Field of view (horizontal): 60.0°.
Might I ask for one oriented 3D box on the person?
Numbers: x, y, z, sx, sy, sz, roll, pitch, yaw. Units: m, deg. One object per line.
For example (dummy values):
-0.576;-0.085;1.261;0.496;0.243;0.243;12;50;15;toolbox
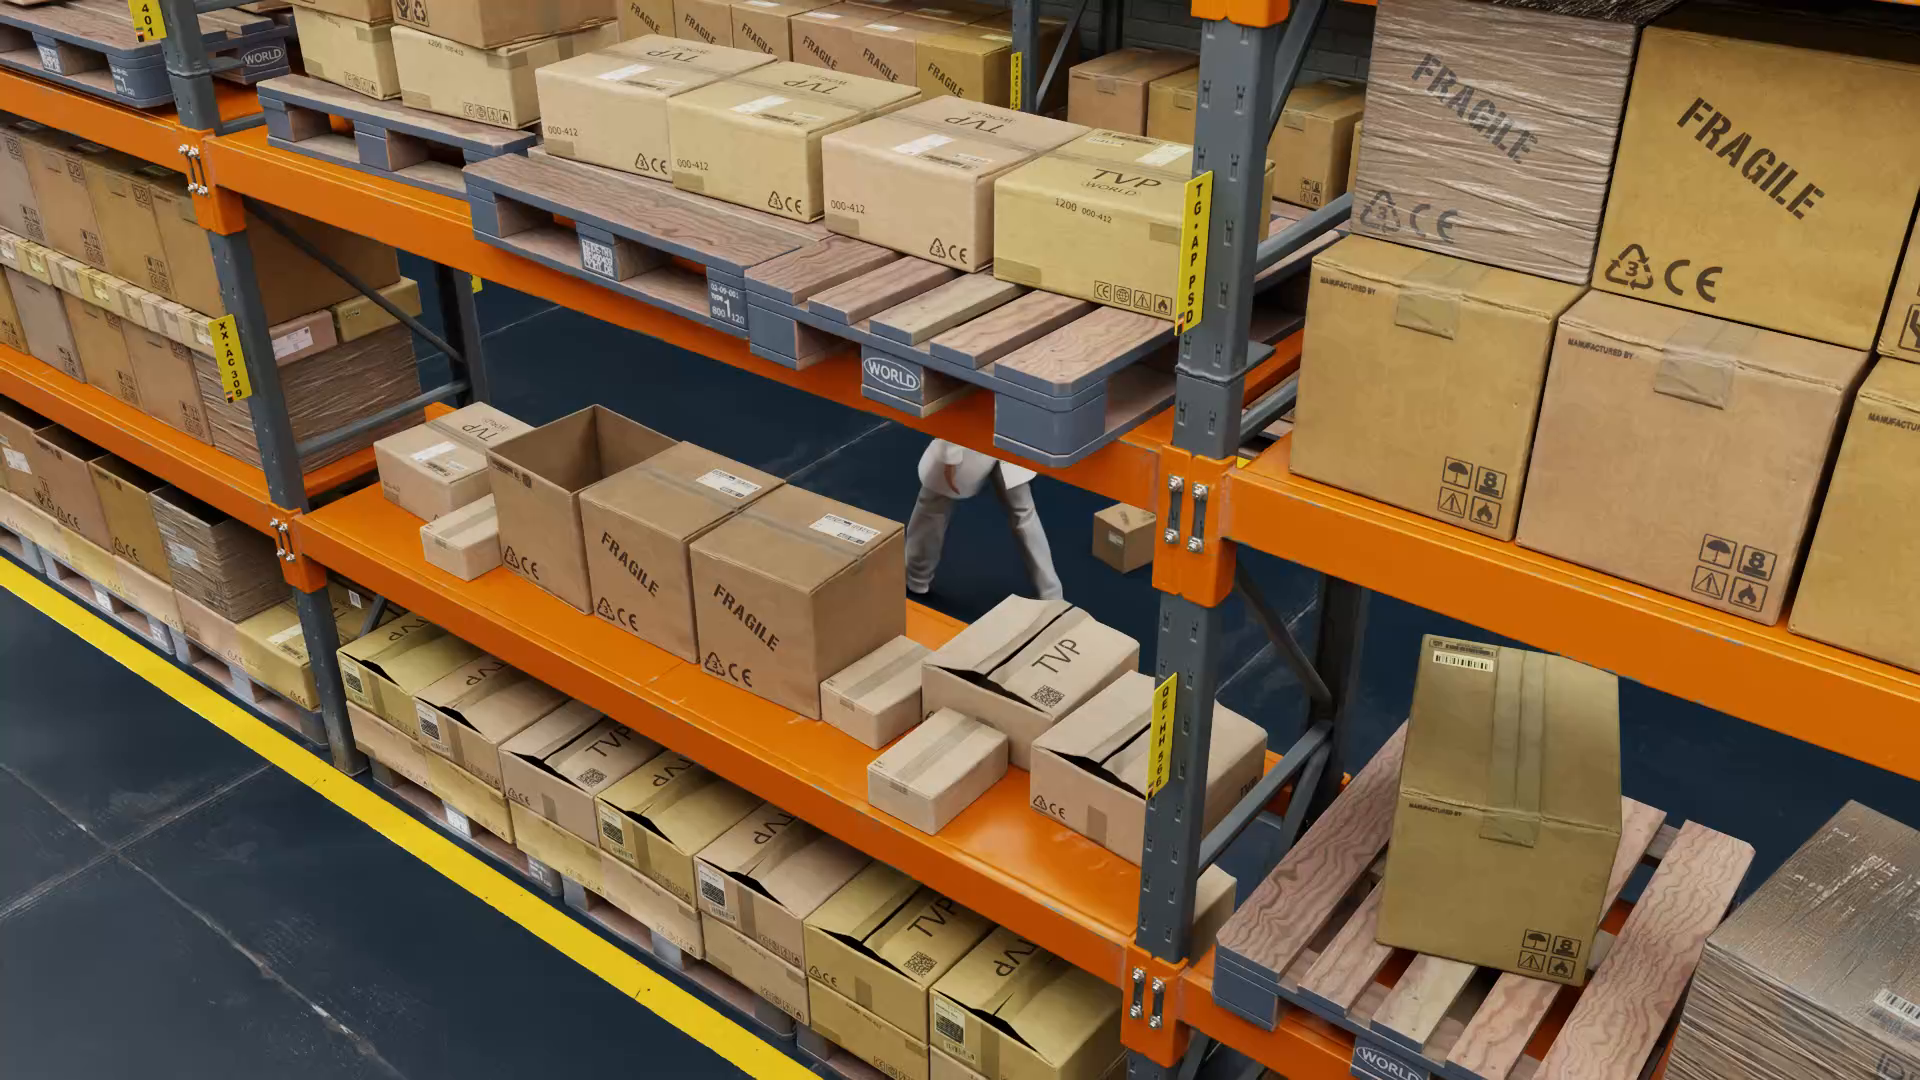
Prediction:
0.084;-0.488;7.980;0.659;1.747;0.991;-22;37;-33;person
